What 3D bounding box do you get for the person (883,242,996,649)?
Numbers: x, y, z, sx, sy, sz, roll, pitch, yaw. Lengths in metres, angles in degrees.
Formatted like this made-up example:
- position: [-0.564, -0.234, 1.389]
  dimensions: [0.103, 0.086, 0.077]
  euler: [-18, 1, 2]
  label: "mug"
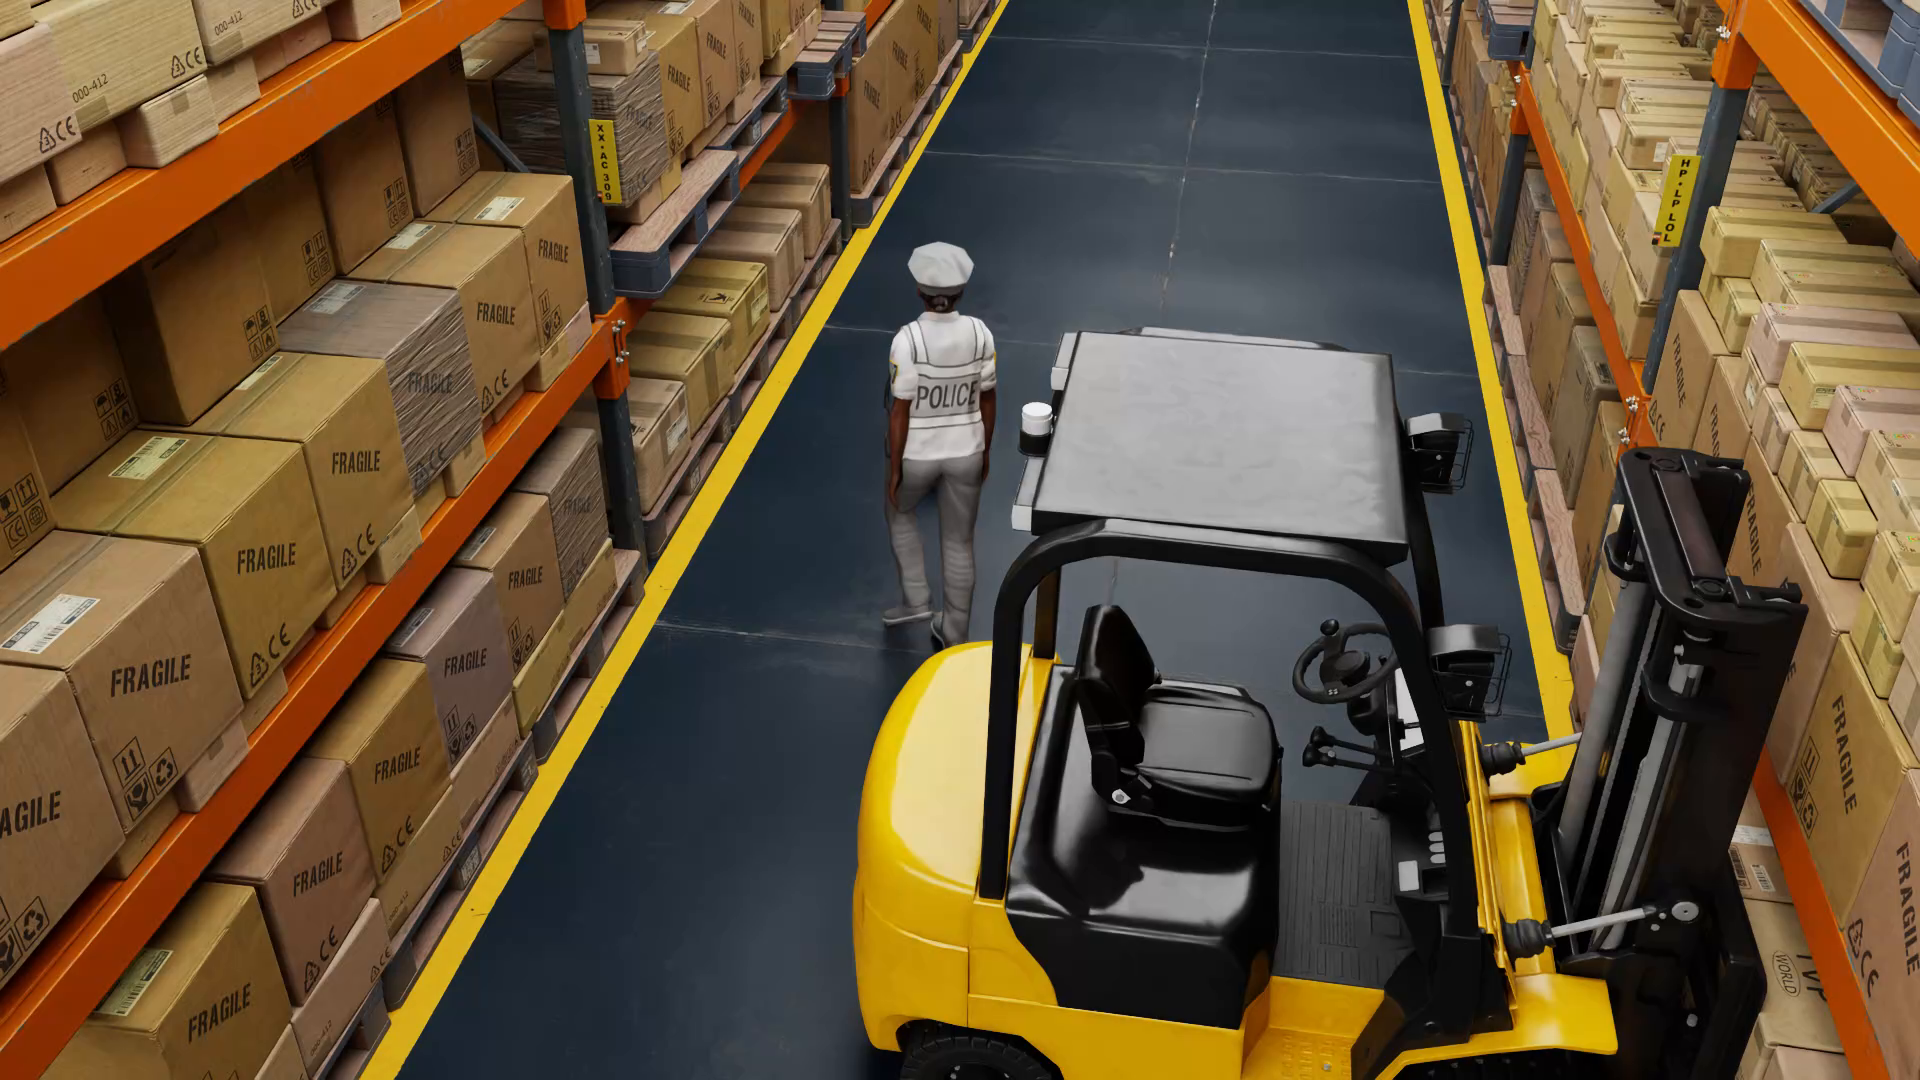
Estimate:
- position: [-0.075, -0.329, 6.621]
  dimensions: [0.477, 1.675, 0.510]
  euler: [-8, 34, -13]
  label: "person"
